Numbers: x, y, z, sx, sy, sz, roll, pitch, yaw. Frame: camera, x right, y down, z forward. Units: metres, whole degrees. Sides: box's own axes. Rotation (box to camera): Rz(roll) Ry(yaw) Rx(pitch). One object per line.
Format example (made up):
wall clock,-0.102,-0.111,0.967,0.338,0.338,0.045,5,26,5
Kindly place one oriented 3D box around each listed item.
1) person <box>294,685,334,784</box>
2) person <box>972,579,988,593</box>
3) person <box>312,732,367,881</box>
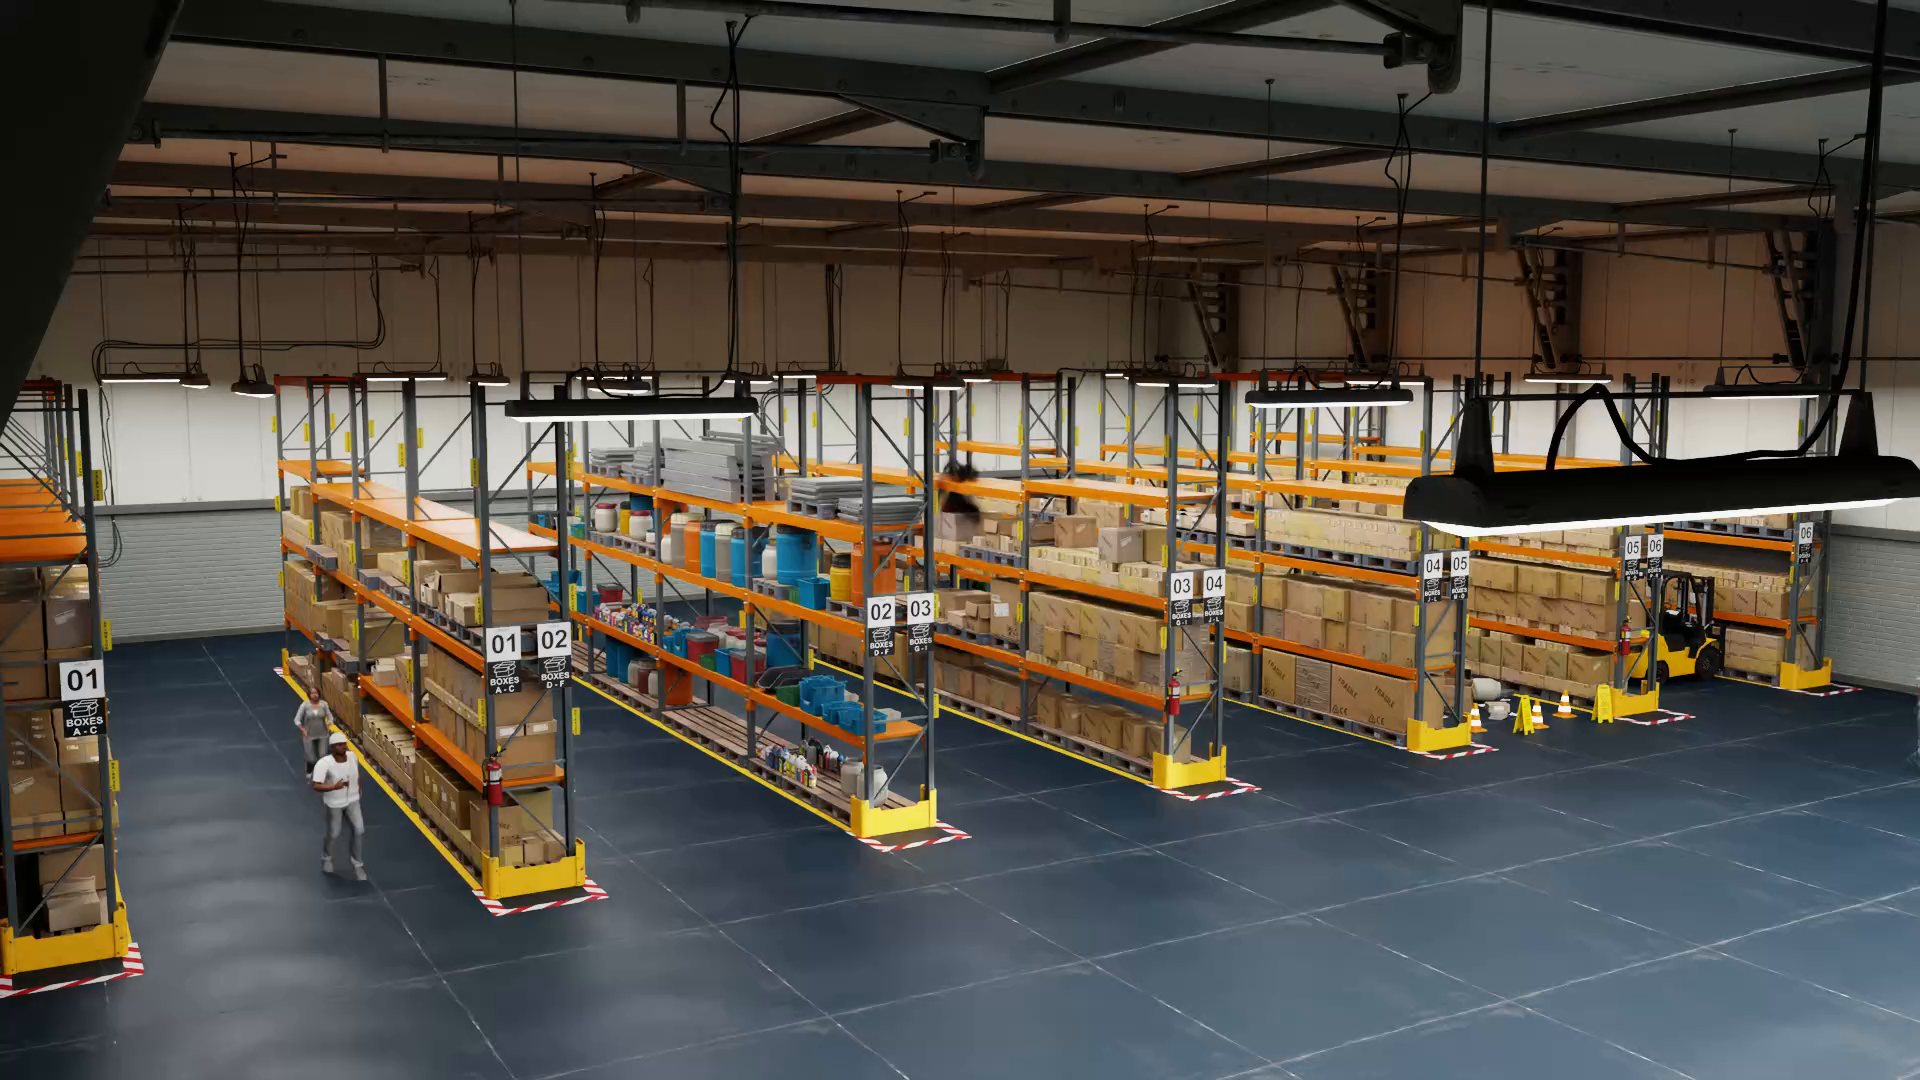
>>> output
person,-9.431,2.898,24.340,0.535,1.550,0.556,-3,7,-29
person,0.501,0.877,41.930,0.669,1.788,0.662,1,6,11
person,-7.551,3.237,20.251,0.787,1.834,0.720,6,9,43
